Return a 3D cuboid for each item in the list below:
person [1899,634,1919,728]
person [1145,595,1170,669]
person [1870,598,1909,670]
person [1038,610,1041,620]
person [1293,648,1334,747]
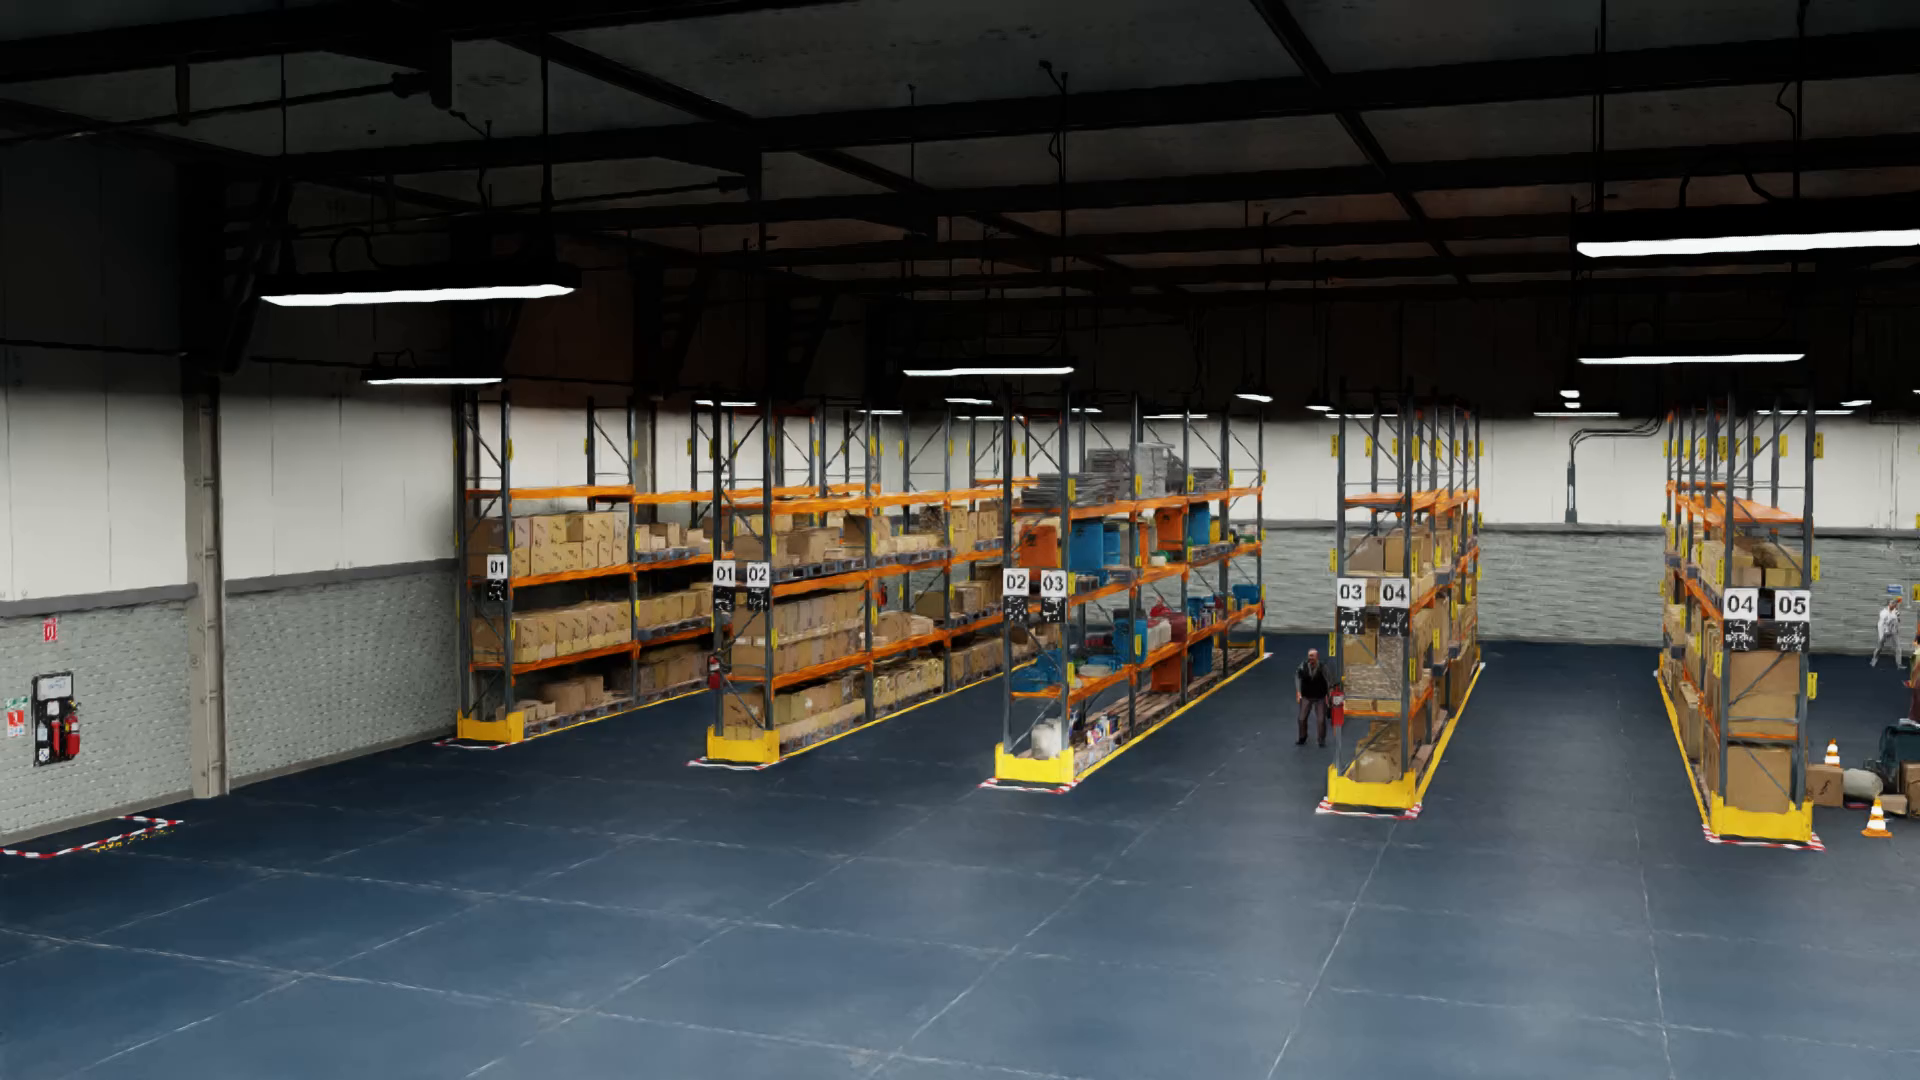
[{"bbox_3d":[17.184,2.507,29.847,0.586,1.665,0.577,3,4,41],"label":"person"},{"bbox_3d":[4.521,2.080,37.657,0.535,1.657,1.020,2,4,30],"label":"person"},{"bbox_3d":[21.104,2.111,37.780,0.526,1.626,0.934,0,3,-3],"label":"person"},{"bbox_3d":[2.203,1.747,42.870,0.743,1.757,0.667,-1,3,-13],"label":"person"},{"bbox_3d":[5.928,2.637,27.885,0.677,1.674,0.534,1,3,20],"label":"person"}]
